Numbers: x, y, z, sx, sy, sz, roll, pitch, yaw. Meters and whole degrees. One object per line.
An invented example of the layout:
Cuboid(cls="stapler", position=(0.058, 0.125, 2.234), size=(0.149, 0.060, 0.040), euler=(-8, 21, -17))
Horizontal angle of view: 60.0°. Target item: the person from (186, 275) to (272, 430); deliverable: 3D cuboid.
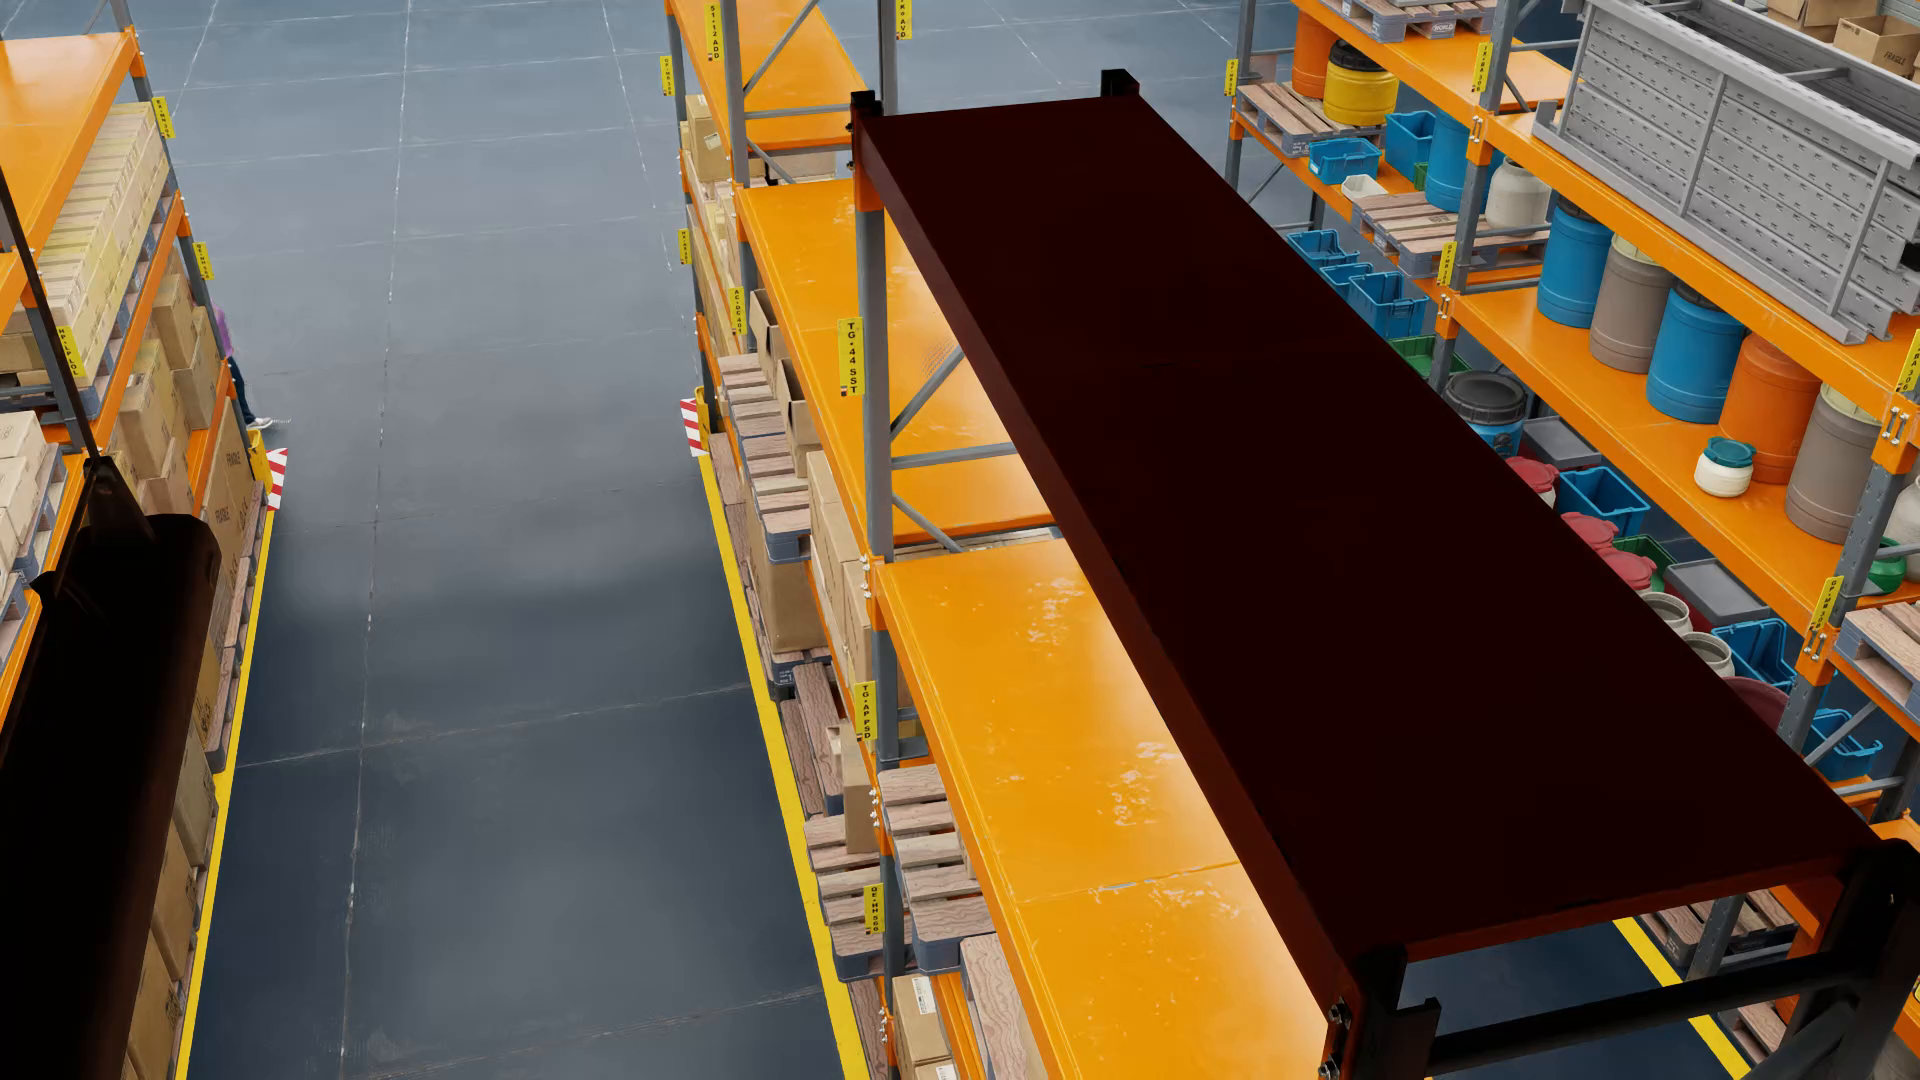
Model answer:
Cuboid(cls="person", position=(-6.825, -1.667, 15.124), size=(0.716, 1.580, 0.378), euler=(-25, 42, -32))
